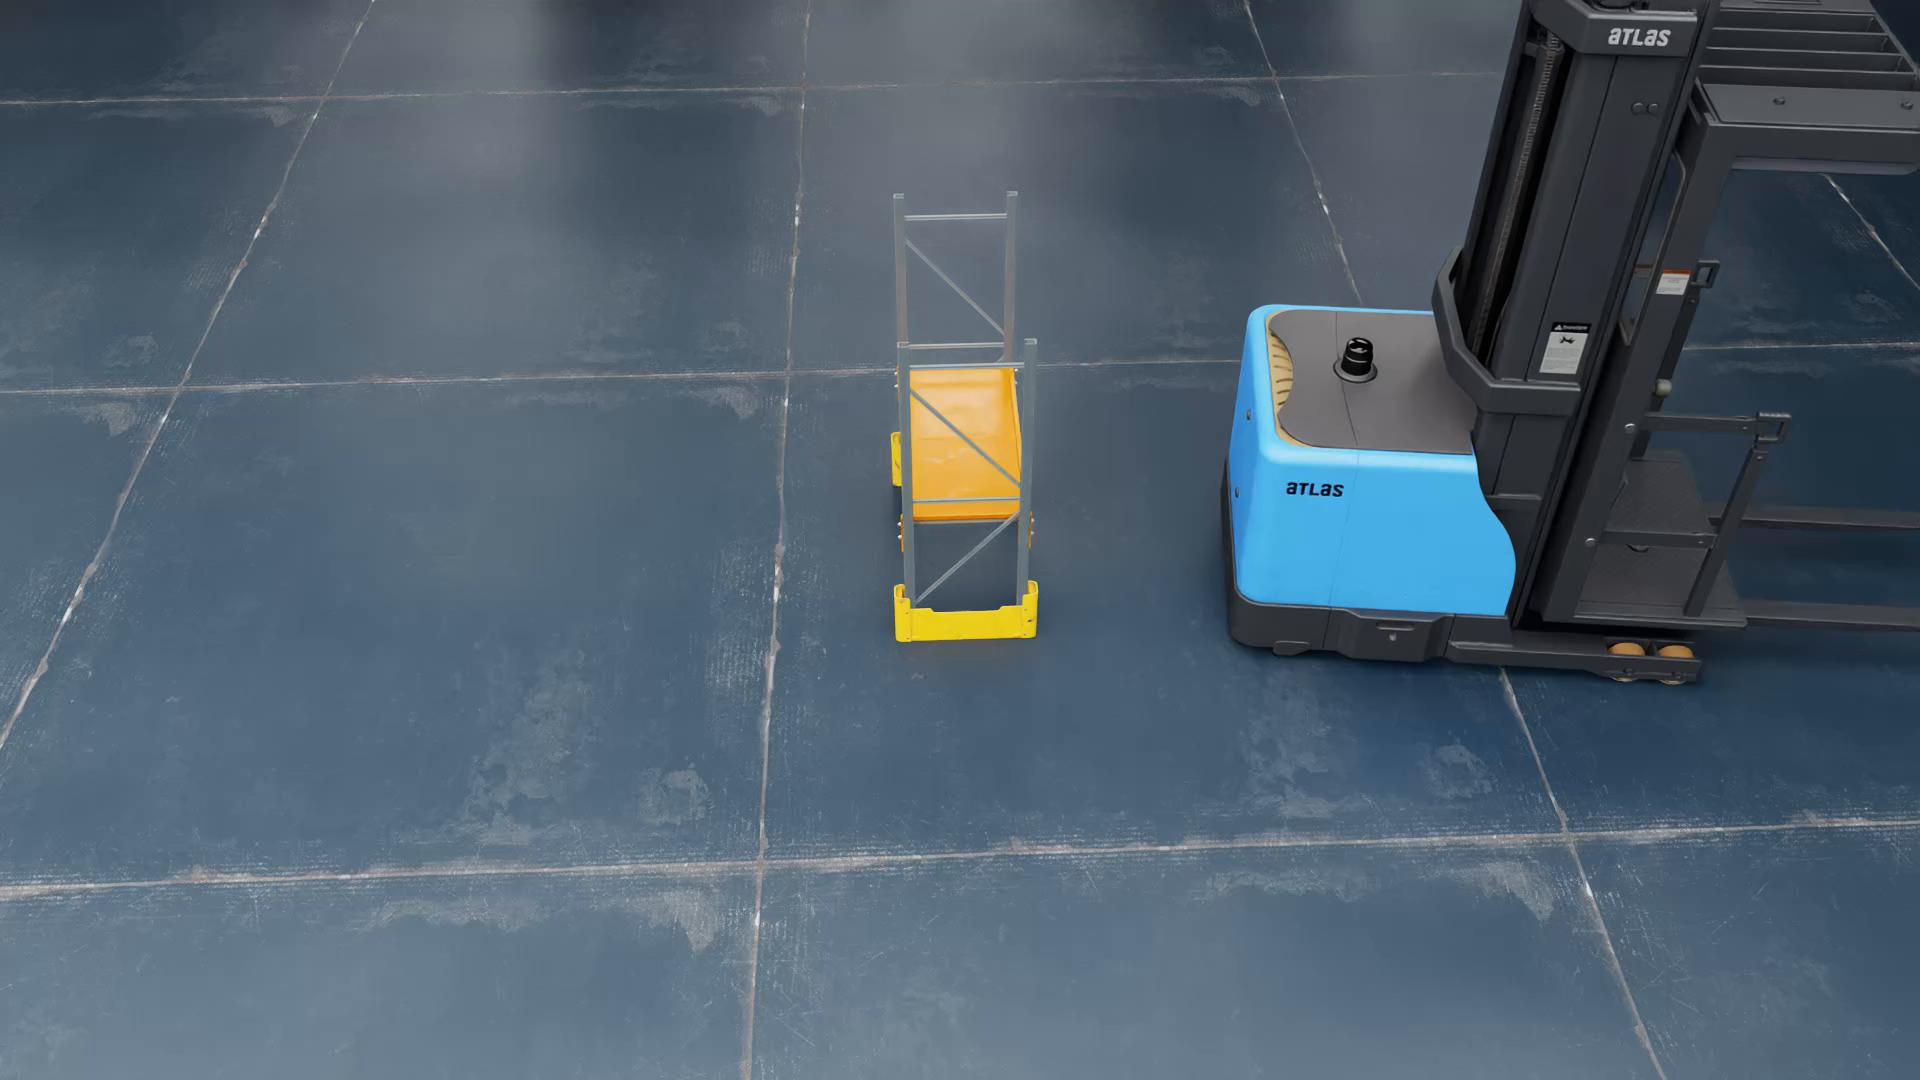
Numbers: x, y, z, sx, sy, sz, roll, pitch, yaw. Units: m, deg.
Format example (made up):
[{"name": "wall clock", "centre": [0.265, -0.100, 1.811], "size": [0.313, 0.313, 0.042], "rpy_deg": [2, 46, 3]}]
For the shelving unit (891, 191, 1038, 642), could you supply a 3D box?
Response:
[{"name": "shelving unit", "centre": [0.003, -0.501, 6.837], "size": [0.587, 1.500, 1.083], "rpy_deg": [-2, 43, -2]}]

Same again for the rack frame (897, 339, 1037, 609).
[{"name": "rack frame", "centre": [0.025, -0.152, 6.456], "size": [0.500, 1.500, 0.032], "rpy_deg": [-2, 43, -2]}]

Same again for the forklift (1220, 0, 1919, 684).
[{"name": "forklift", "centre": [2.654, -0.870, 6.180], "size": [3.031, 2.935, 1.130], "rpy_deg": [3, 43, 3]}]

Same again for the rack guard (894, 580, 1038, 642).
[{"name": "rack guard", "centre": [0.024, 0.296, 6.892], "size": [0.587, 0.250, 0.087], "rpy_deg": [-2, 43, -2]}]

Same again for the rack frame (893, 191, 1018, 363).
[{"name": "rack frame", "centre": [-0.018, -0.838, 7.204], "size": [0.500, 1.500, 0.032], "rpy_deg": [-2, 43, -2]}]

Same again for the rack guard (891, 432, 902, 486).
[{"name": "rack guard", "centre": [-0.018, -0.377, 7.626], "size": [0.587, 0.250, 0.087], "rpy_deg": [-2, 43, -2]}]

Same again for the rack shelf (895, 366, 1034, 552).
[{"name": "rack shelf", "centre": [0.004, -0.363, 6.952], "size": [0.538, 0.185, 1.000], "rpy_deg": [-2, 43, -2]}]
